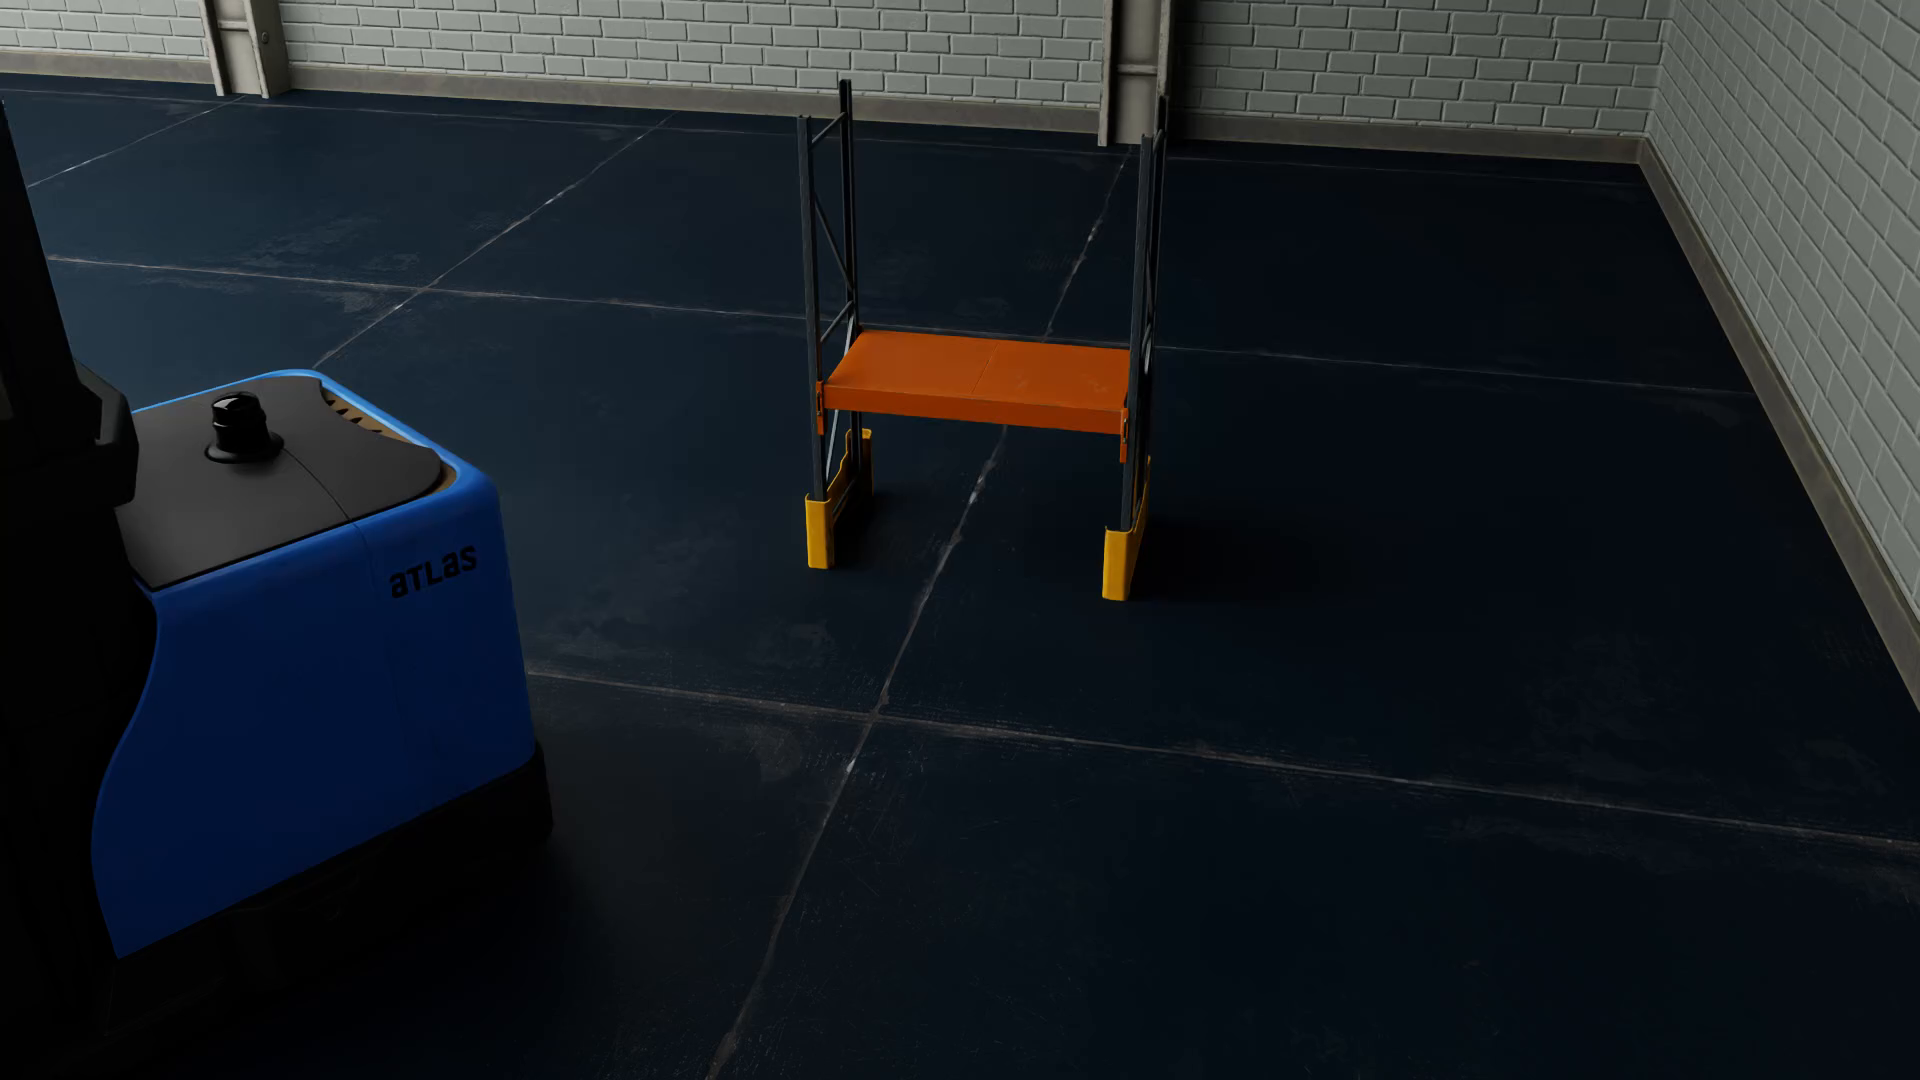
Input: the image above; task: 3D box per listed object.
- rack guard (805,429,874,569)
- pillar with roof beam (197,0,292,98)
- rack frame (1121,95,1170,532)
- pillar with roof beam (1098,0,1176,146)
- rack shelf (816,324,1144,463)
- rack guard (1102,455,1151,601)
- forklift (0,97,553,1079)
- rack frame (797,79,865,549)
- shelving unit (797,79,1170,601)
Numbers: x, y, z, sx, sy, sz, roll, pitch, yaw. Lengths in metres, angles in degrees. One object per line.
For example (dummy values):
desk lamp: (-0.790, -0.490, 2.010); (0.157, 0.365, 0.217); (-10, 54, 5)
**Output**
rack guard: (-0.412, -0.152, 5.767); (0.087, 0.250, 0.587); (6, 29, 11)
pillar with roof beam: (-5.700, -4.984, 5.483); (0.400, 9.000, 9.100); (6, 29, 11)
rack frame: (0.581, -0.598, 5.281); (0.032, 1.500, 0.500); (6, 29, 11)
pillar with roof beam: (0.168, -4.383, 4.384); (0.400, 9.000, 9.100); (6, 29, 11)
rack shelf: (0.083, -0.492, 5.461); (1.000, 0.185, 0.538); (6, 29, 11)
rack guard: (0.562, -0.052, 5.585); (0.087, 0.250, 0.587); (6, 29, 11)
forklift: (-2.448, -0.154, 2.980); (3.031, 2.935, 1.130); (-25, 37, -38)
rack frame: (-0.414, -0.700, 5.467); (0.032, 1.500, 0.500); (6, 29, 11)
shelving unit: (0.075, -0.650, 5.376); (1.083, 1.500, 0.587); (6, 29, 11)
